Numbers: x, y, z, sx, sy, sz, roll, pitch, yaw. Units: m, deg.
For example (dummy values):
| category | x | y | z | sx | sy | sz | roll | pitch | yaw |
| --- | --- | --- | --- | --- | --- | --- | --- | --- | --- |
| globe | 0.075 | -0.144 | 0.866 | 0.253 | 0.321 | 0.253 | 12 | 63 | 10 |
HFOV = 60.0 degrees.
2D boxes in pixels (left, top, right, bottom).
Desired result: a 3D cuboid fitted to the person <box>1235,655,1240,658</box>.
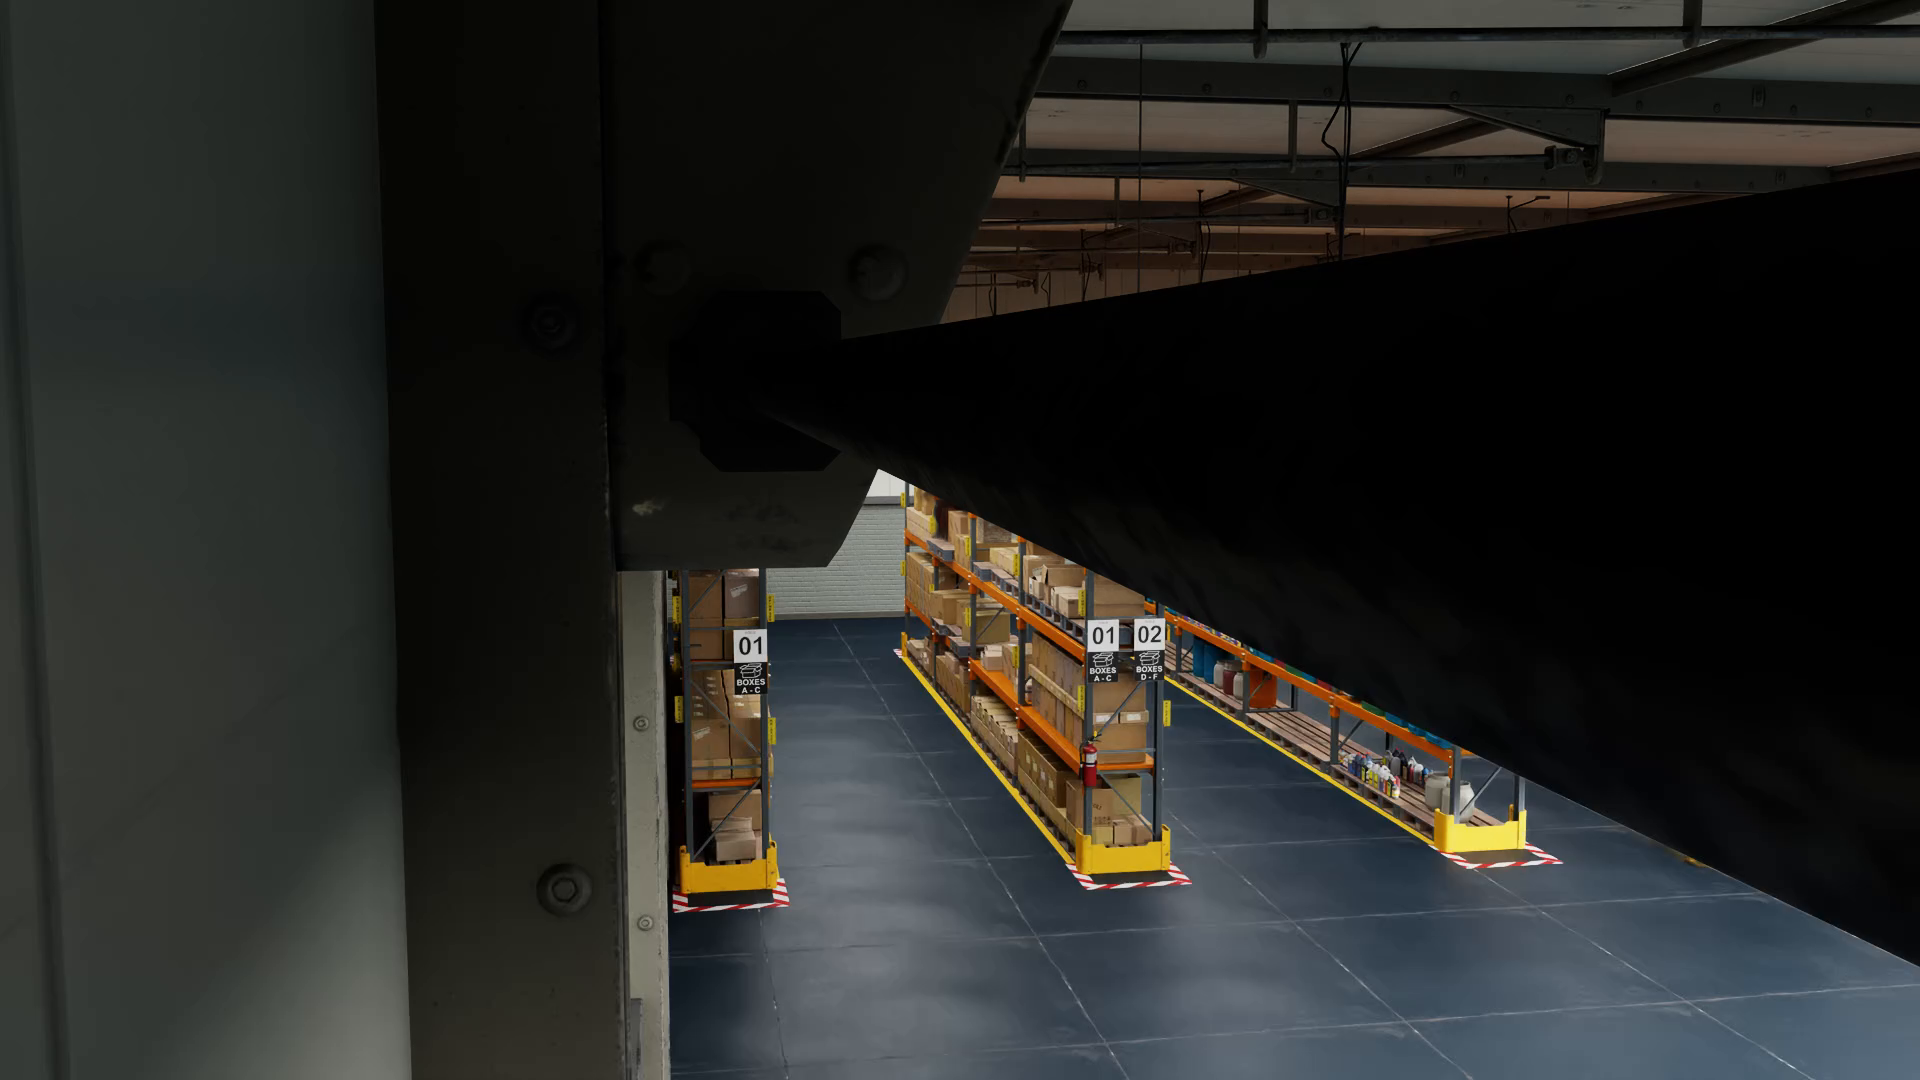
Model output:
| category | x | y | z | sx | sy | sz | roll | pitch | yaw |
| --- | --- | --- | --- | --- | --- | --- | --- | --- | --- |
| person | 6.077 | 1.693 | 36.458 | 0.482 | 1.727 | 1.064 | -2 | 6 | -14 |

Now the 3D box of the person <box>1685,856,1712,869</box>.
| category | x | y | z | sx | sy | sz | roll | pitch | yaw |
| --- | --- | --- | --- | --- | --- | --- | --- | --- | --- |
| person | 9.427 | 3.235 | 21.286 | 0.609 | 1.808 | 0.426 | 4 | 7 | 35 |
